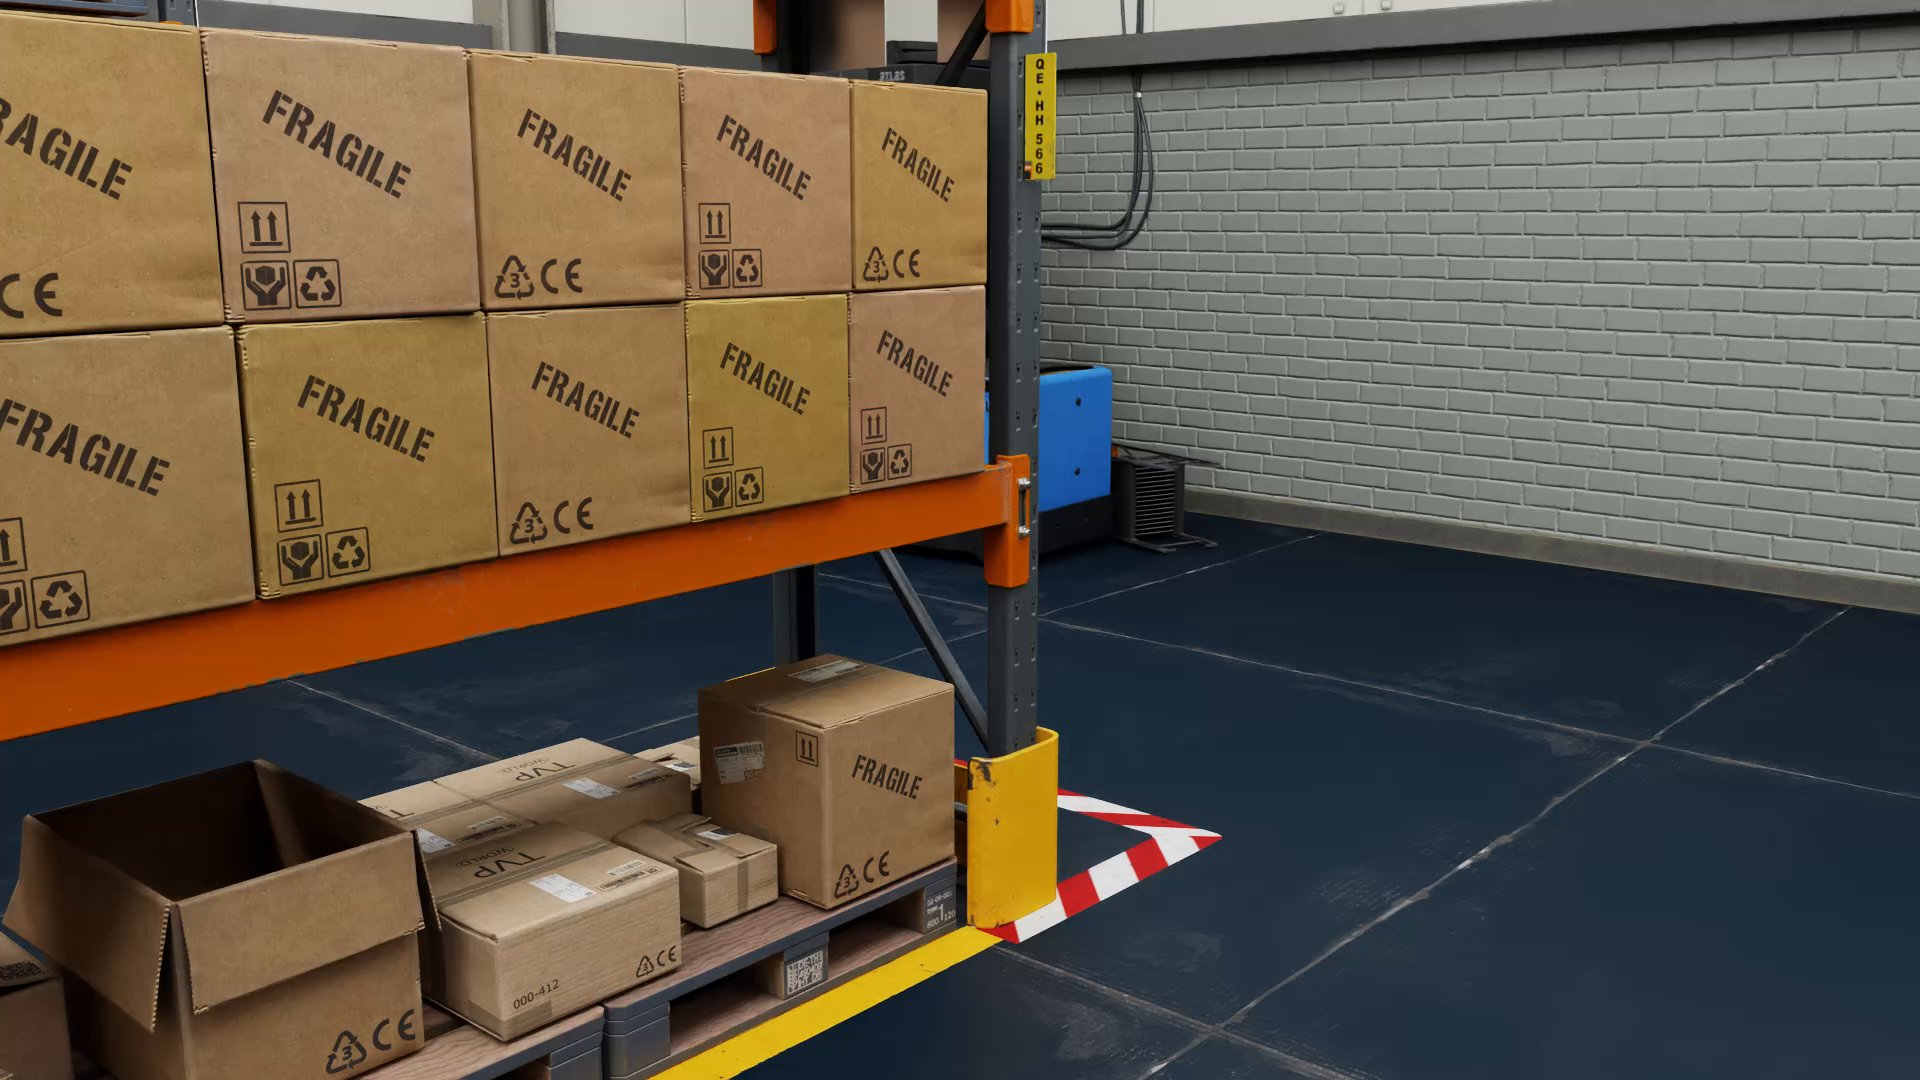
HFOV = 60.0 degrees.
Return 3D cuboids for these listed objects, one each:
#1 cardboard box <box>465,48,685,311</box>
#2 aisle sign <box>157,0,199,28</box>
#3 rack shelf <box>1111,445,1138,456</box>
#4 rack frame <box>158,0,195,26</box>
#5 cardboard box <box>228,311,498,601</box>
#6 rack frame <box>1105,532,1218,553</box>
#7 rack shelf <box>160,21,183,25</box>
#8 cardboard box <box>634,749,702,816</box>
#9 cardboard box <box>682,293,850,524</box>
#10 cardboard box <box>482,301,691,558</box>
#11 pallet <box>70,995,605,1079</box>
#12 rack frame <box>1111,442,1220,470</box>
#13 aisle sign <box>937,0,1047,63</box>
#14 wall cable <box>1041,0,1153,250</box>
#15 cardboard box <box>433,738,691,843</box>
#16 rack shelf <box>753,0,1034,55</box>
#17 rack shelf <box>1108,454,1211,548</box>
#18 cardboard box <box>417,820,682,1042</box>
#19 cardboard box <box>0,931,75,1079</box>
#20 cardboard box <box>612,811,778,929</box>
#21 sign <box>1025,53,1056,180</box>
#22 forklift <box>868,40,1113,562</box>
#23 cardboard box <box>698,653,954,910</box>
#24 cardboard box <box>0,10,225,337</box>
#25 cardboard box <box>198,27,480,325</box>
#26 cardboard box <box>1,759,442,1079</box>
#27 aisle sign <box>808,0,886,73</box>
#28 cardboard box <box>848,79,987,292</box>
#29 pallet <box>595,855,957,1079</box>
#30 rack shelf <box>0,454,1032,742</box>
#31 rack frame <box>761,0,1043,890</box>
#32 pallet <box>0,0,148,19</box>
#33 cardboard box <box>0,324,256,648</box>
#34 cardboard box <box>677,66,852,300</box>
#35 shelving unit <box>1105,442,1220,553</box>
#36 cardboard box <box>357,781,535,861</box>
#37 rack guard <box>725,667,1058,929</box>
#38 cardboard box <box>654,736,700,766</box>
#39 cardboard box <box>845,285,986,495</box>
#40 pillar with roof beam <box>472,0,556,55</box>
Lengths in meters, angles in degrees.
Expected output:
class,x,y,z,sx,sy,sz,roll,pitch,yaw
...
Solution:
class,x,y,z,sx,sy,sz,roll,pitch,yaw
cardboard box,-0.949,-0.765,3.573,0.500,0.500,0.500,10,15,42
aisle sign,-3.641,-2.364,7.752,0.394,0.787,0.004,10,15,40
rack shelf,0.845,-0.359,10.672,0.431,0.480,0.518,-7,13,-30
rack frame,-3.914,-1.118,8.148,1.000,3.000,0.127,10,15,40
cardboard box,-1.287,-0.202,3.309,0.500,0.500,0.500,9,15,40
rack frame,0.840,-0.121,10.730,0.400,0.015,2.100,-7,13,-30
rack shelf,-5.234,-1.941,6.451,1.077,0.370,4.000,10,15,40
cardboard box,-0.890,0.750,4.908,0.380,0.166,0.250,10,15,40
cardboard box,-0.621,-0.349,4.044,0.500,0.500,0.500,10,15,41
cardboard box,-0.954,-0.276,3.680,0.500,0.500,0.500,10,15,41
pallet,-1.571,1.197,3.679,1.003,0.211,1.213,10,15,40
rack frame,0.837,-0.601,10.638,0.400,0.015,2.100,-7,13,-30
aisle sign,0.085,-1.723,4.541,0.394,0.787,0.004,10,15,40
wall cable,0.088,-3.323,11.799,3.097,2.526,0.112,10,15,40
cardboard box,-1.092,0.772,4.585,0.500,0.250,0.500,10,15,40
rack shelf,-1.510,-1.302,3.247,1.077,0.370,4.000,10,15,40
rack shelf,1.200,-0.247,10.079,0.431,0.480,0.518,-7,13,-30
cardboard box,-1.014,0.903,3.930,0.500,0.250,0.500,10,15,40
cardboard box,-2.172,0.983,3.374,0.500,0.311,0.500,10,15,40
cardboard box,-0.699,0.856,4.378,0.380,0.166,0.250,10,15,40
sign,0.214,-1.126,4.426,0.100,0.325,0.005,10,15,40
forklift,-0.564,-1.513,10.302,3.031,2.935,1.130,8,14,36
cardboard box,-0.364,0.644,4.586,0.500,0.500,0.500,10,15,40
cardboard box,-1.628,-0.613,2.813,0.500,0.500,0.500,9,15,39
cardboard box,-1.288,-0.689,3.194,0.500,0.500,0.500,10,15,42
cardboard box,-1.594,0.842,3.586,0.797,0.503,0.637,10,15,40
aisle sign,-0.366,-1.800,4.930,0.394,0.787,0.004,10,15,40
cardboard box,-0.277,-0.916,4.330,0.500,0.500,0.500,10,15,40
pallet,-0.766,1.019,4.573,1.003,0.211,1.213,10,15,40
rack shelf,-1.510,0.169,3.541,1.077,0.370,4.000,10,15,40
rack frame,-0.190,-0.478,4.944,1.000,3.000,0.127,10,15,40
pallet,-4.395,-2.434,7.310,1.003,0.211,1.213,10,15,40
cardboard box,-1.622,-0.127,2.933,0.500,0.500,0.500,10,15,40
cardboard box,-0.610,-0.841,3.958,0.500,0.500,0.500,10,15,42
shelving unit,0.838,-0.361,10.684,0.431,0.503,2.100,-7,13,-30
cardboard box,-1.422,0.845,4.217,0.500,0.250,0.500,10,15,40
rack guard,-0.240,0.759,5.133,1.175,0.500,0.348,10,15,40
cardboard box,-0.725,0.722,5.094,0.380,0.149,0.250,10,15,40
cardboard box,-0.281,-0.426,4.428,0.500,0.500,0.500,10,15,42
pillar with roof beam,0.453,-4.012,7.322,9.100,9.000,0.400,10,15,40
